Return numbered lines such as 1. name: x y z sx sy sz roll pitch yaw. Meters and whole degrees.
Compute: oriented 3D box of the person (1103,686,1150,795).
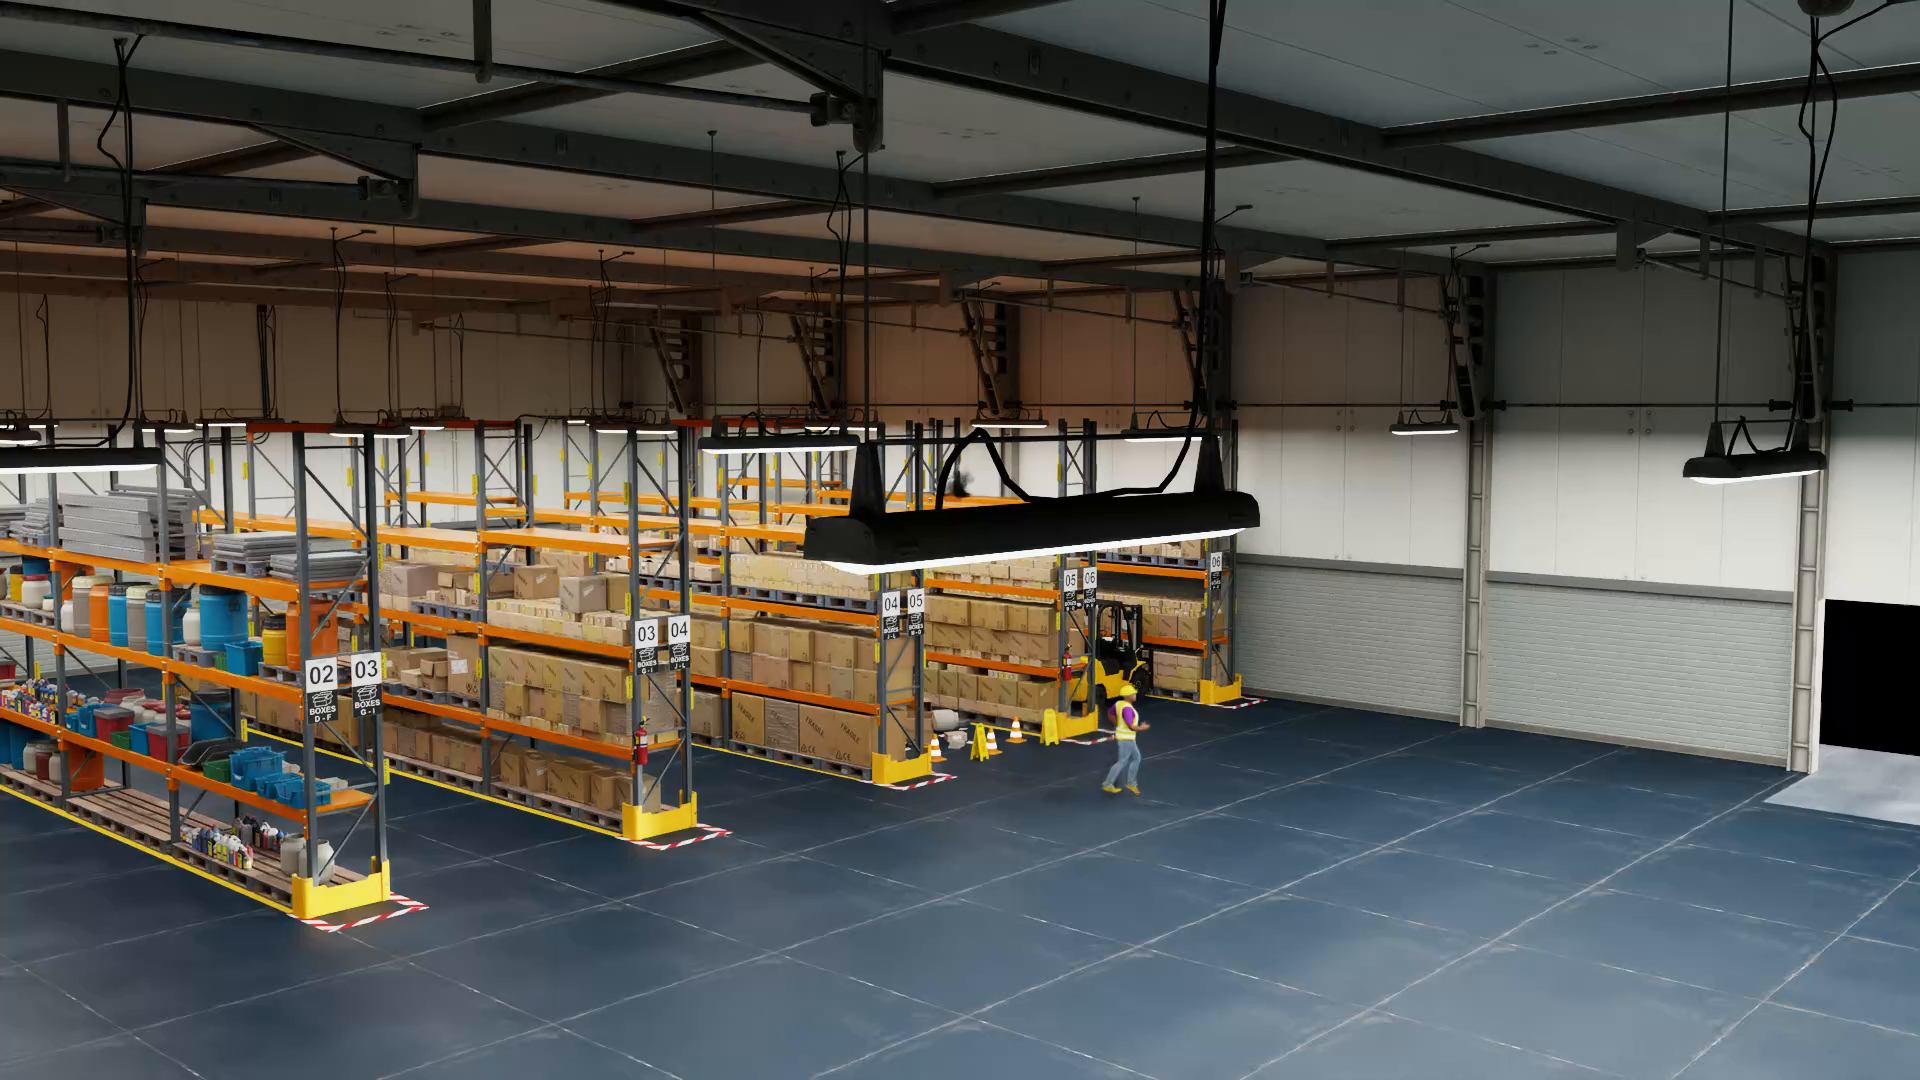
1. person: 2.680 3.268 26.895 0.757 1.846 0.724 0 5 -2
